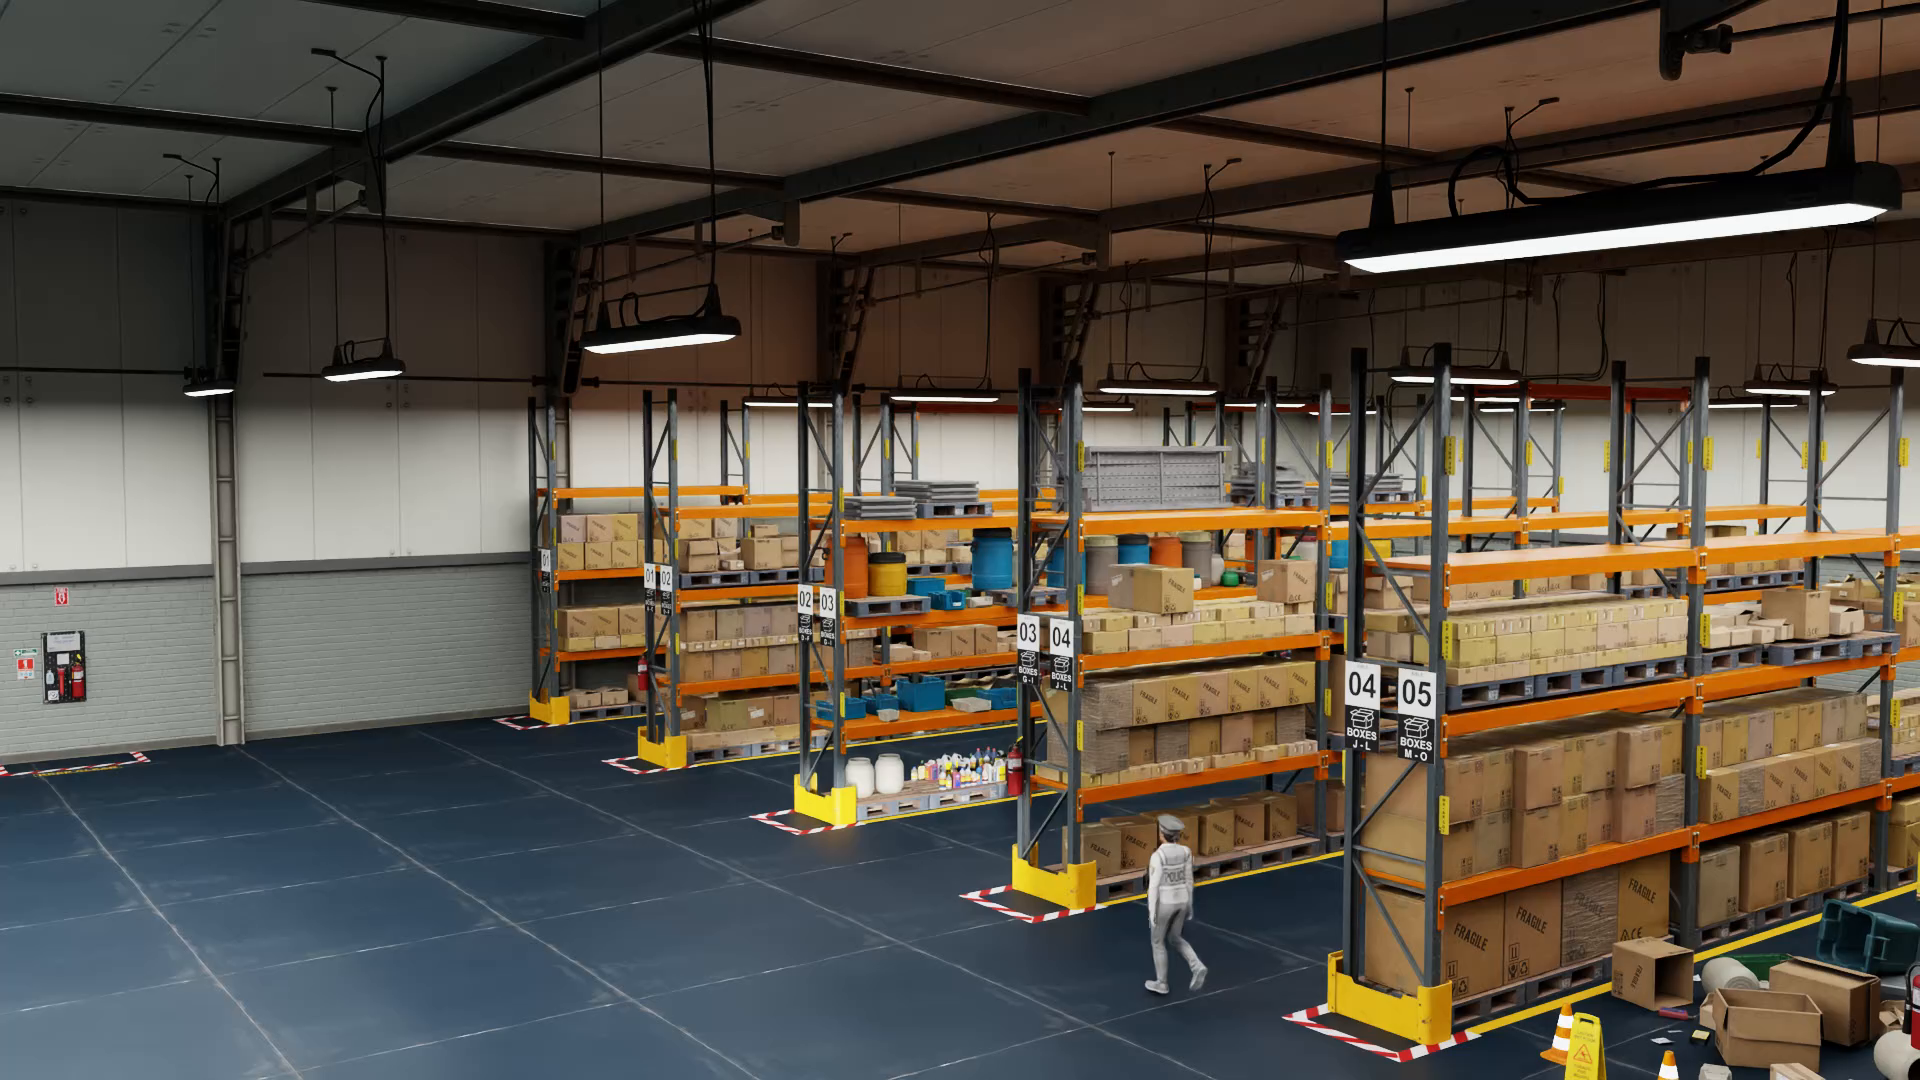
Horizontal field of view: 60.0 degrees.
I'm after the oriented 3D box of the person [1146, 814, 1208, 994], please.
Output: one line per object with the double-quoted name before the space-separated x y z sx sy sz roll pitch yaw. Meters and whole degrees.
"person" 1.978 3.396 15.433 0.488 1.668 0.628 -3 4 -37
